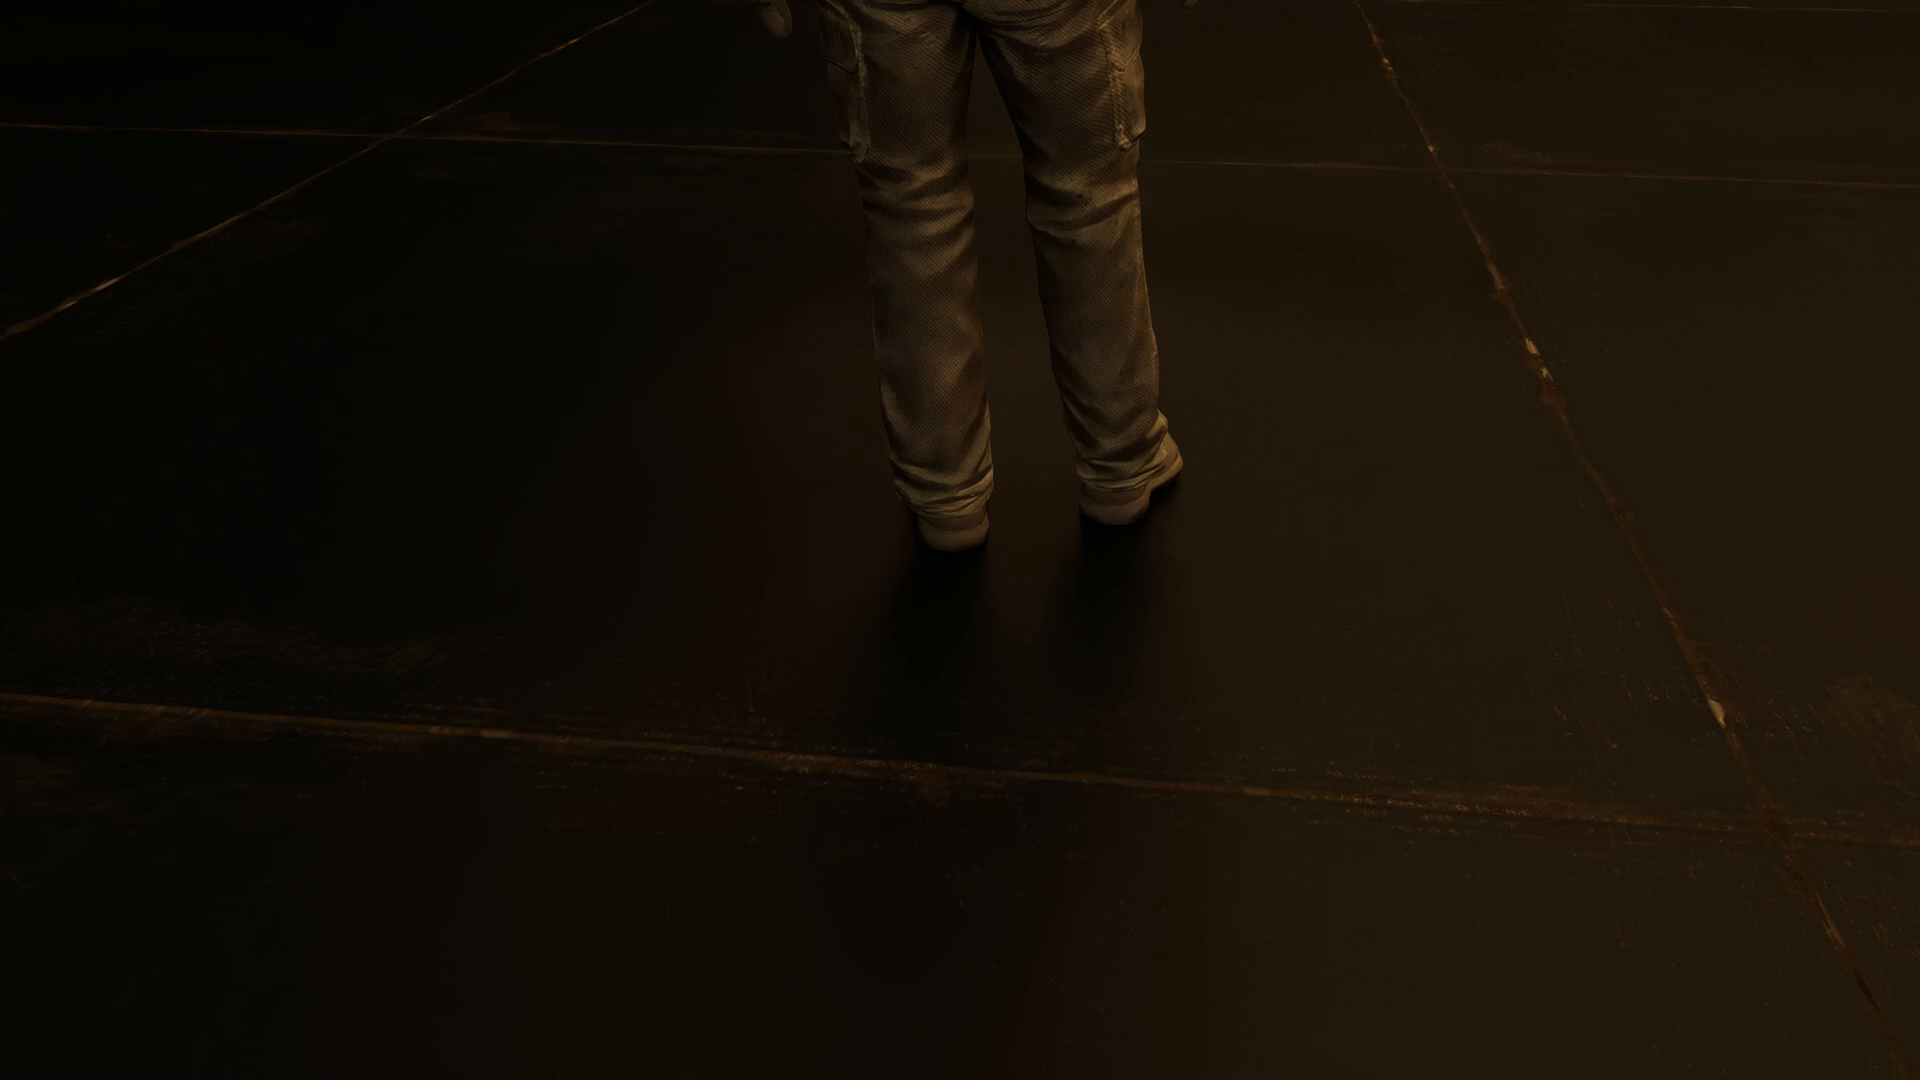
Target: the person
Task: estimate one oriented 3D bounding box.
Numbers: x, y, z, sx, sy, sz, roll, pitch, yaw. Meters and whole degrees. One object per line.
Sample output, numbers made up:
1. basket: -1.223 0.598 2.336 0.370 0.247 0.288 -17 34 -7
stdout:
1. person: 0.018 -0.836 2.161 0.656 1.782 0.577 3 27 7
